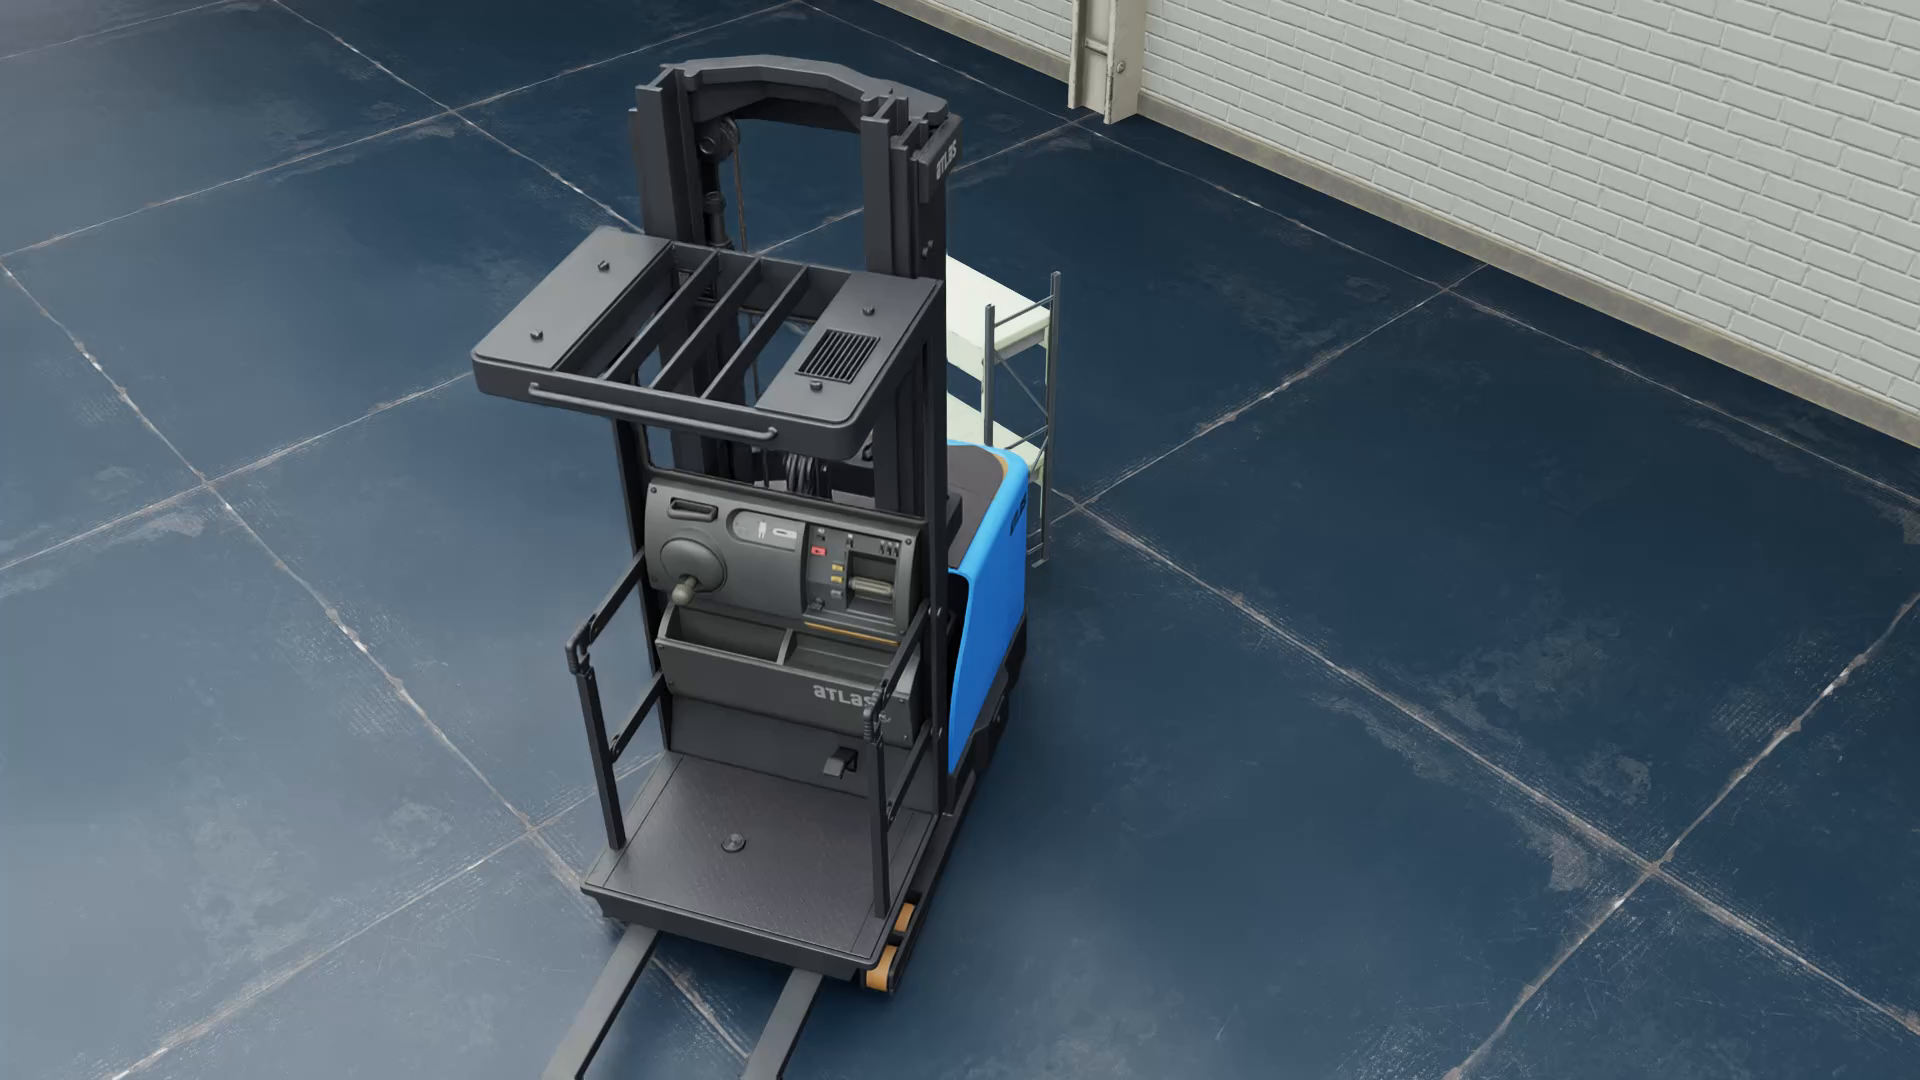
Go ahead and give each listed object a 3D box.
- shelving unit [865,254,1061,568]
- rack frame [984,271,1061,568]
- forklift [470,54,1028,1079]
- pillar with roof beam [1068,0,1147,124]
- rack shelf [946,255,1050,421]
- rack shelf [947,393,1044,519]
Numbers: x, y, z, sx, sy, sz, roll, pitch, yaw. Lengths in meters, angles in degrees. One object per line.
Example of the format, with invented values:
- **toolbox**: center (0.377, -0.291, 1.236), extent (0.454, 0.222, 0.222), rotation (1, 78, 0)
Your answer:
- **shelving unit**: center (0.005, -0.580, 7.275), extent (0.431, 1.500, 0.755), rotation (-30, 48, -32)
- **rack frame**: center (0.252, -0.411, 7.065), extent (0.400, 1.500, 0.023), rotation (-30, 48, -32)
- **forklift**: center (-0.653, 0.145, 5.238), extent (1.130, 2.935, 3.031), rotation (11, 40, 14)
- **pillar with roof beam**: center (-2.186, -4.631, 6.322), extent (9.100, 9.000, 0.400), rotation (-30, 48, -32)
- **rack shelf**: center (0.005, -0.884, 7.030), extent (0.431, 0.370, 0.720), rotation (-30, 48, -32)
- **rack shelf**: center (0.005, -0.327, 7.480), extent (0.431, 0.370, 0.720), rotation (-30, 48, -32)
